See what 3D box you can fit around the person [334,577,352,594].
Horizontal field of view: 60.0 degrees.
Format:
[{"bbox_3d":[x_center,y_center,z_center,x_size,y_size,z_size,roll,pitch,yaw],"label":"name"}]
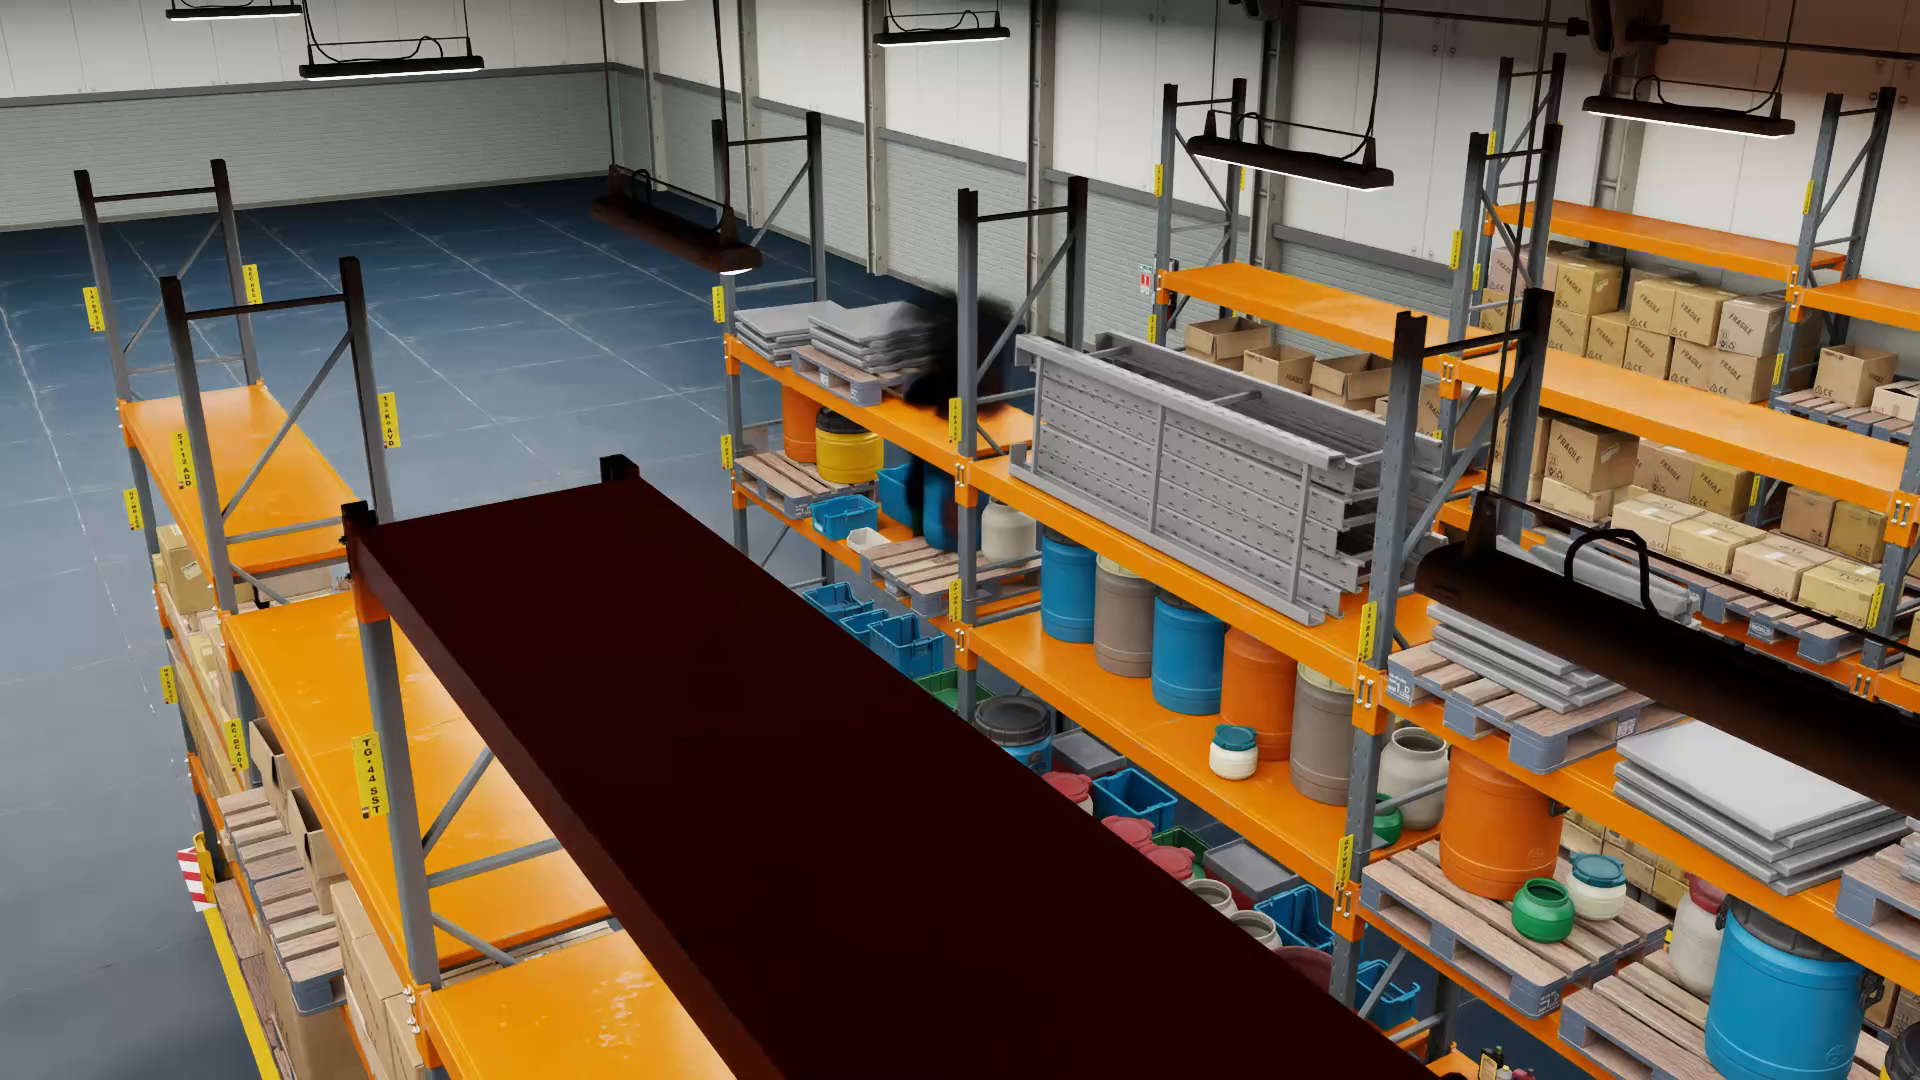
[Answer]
[{"bbox_3d":[-5.712,1.126,16.308,0.842,1.707,0.630,-3,22,-9],"label":"person"}]
